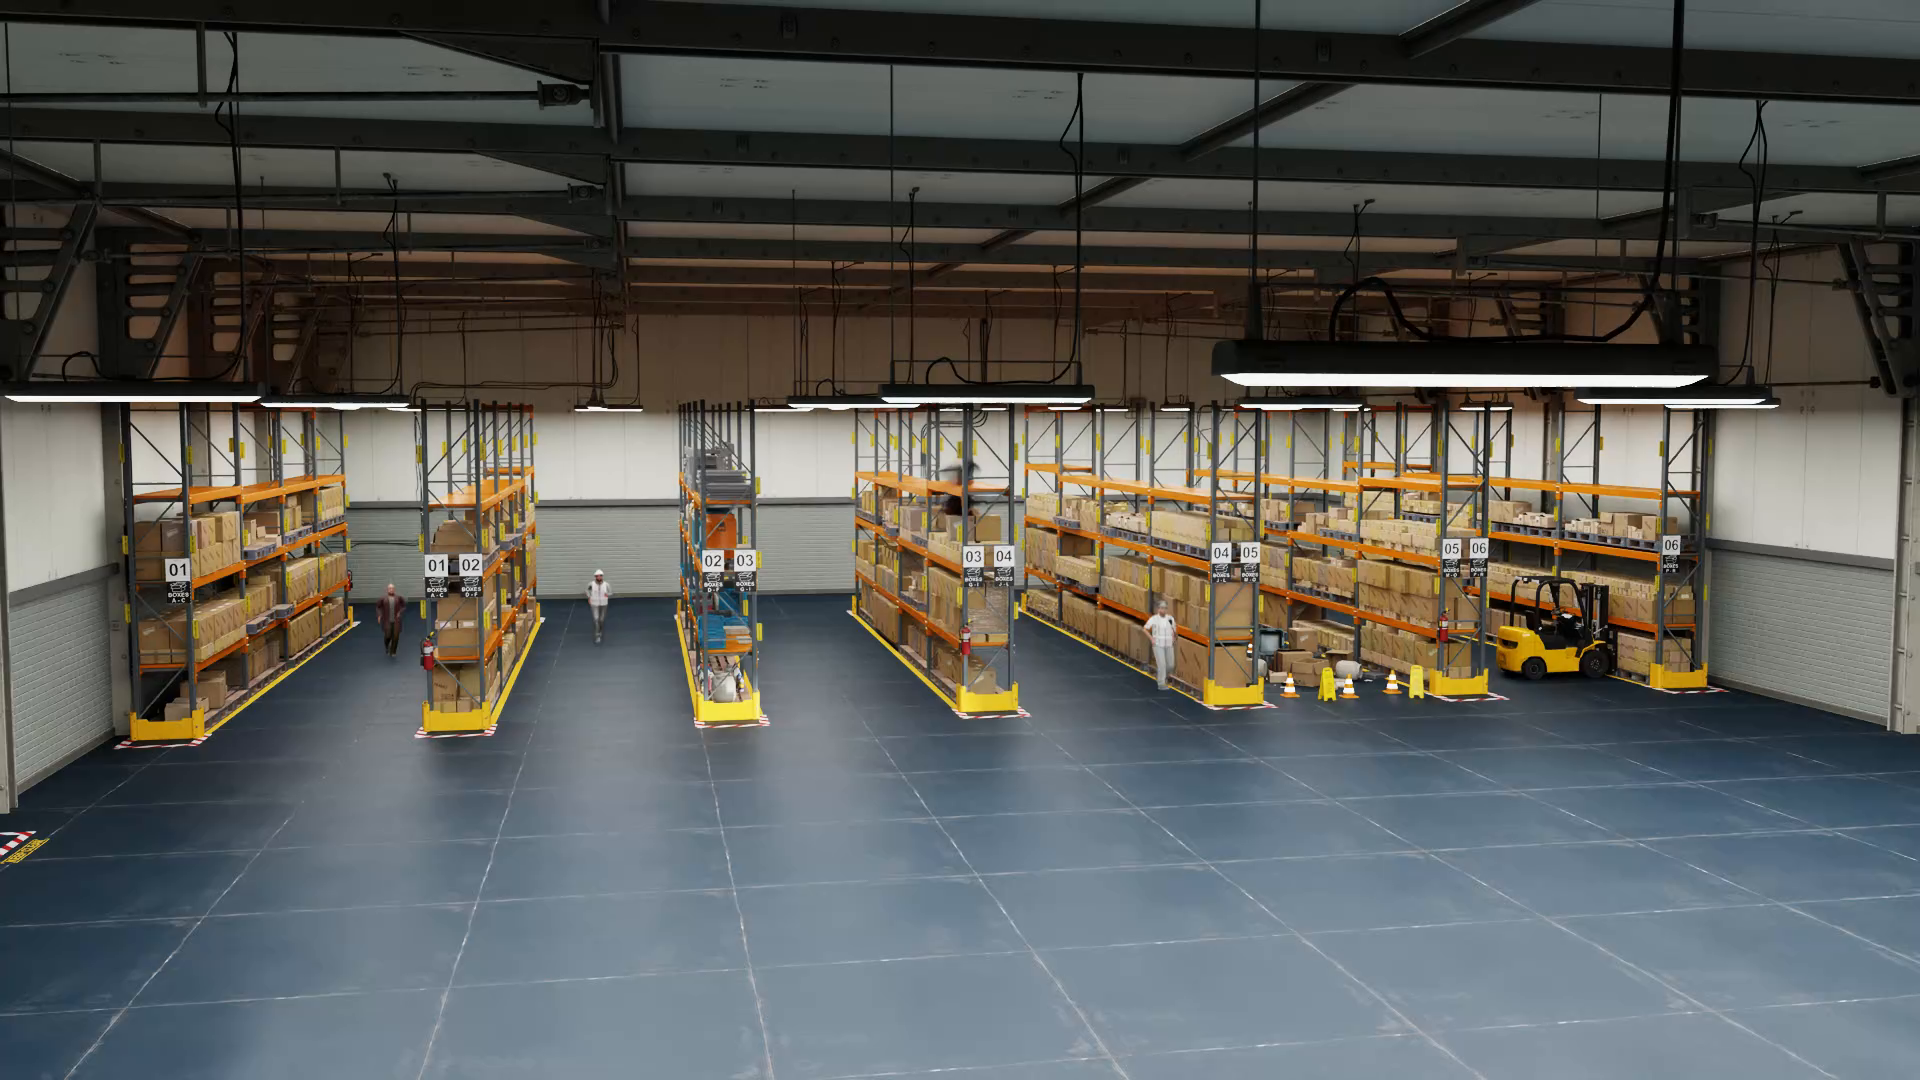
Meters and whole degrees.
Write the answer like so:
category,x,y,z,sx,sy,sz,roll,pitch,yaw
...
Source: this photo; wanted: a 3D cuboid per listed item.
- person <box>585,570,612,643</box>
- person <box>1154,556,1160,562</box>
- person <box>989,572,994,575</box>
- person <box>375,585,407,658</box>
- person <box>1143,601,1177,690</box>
category,x,y,z,sx,sy,sz,roll,pitch,yaw
person,-9.120,1.657,42.055,0.653,1.809,0.908,-2,5,-21
person,5.865,1.036,50.790,0.984,1.656,0.576,0,4,-5
person,0.923,1.365,46.800,0.606,1.715,0.832,-1,4,-10
person,-13.355,1.913,39.063,0.707,1.733,0.633,-2,5,-25
person,4.009,2.096,32.882,0.691,1.788,0.617,-1,4,-15
